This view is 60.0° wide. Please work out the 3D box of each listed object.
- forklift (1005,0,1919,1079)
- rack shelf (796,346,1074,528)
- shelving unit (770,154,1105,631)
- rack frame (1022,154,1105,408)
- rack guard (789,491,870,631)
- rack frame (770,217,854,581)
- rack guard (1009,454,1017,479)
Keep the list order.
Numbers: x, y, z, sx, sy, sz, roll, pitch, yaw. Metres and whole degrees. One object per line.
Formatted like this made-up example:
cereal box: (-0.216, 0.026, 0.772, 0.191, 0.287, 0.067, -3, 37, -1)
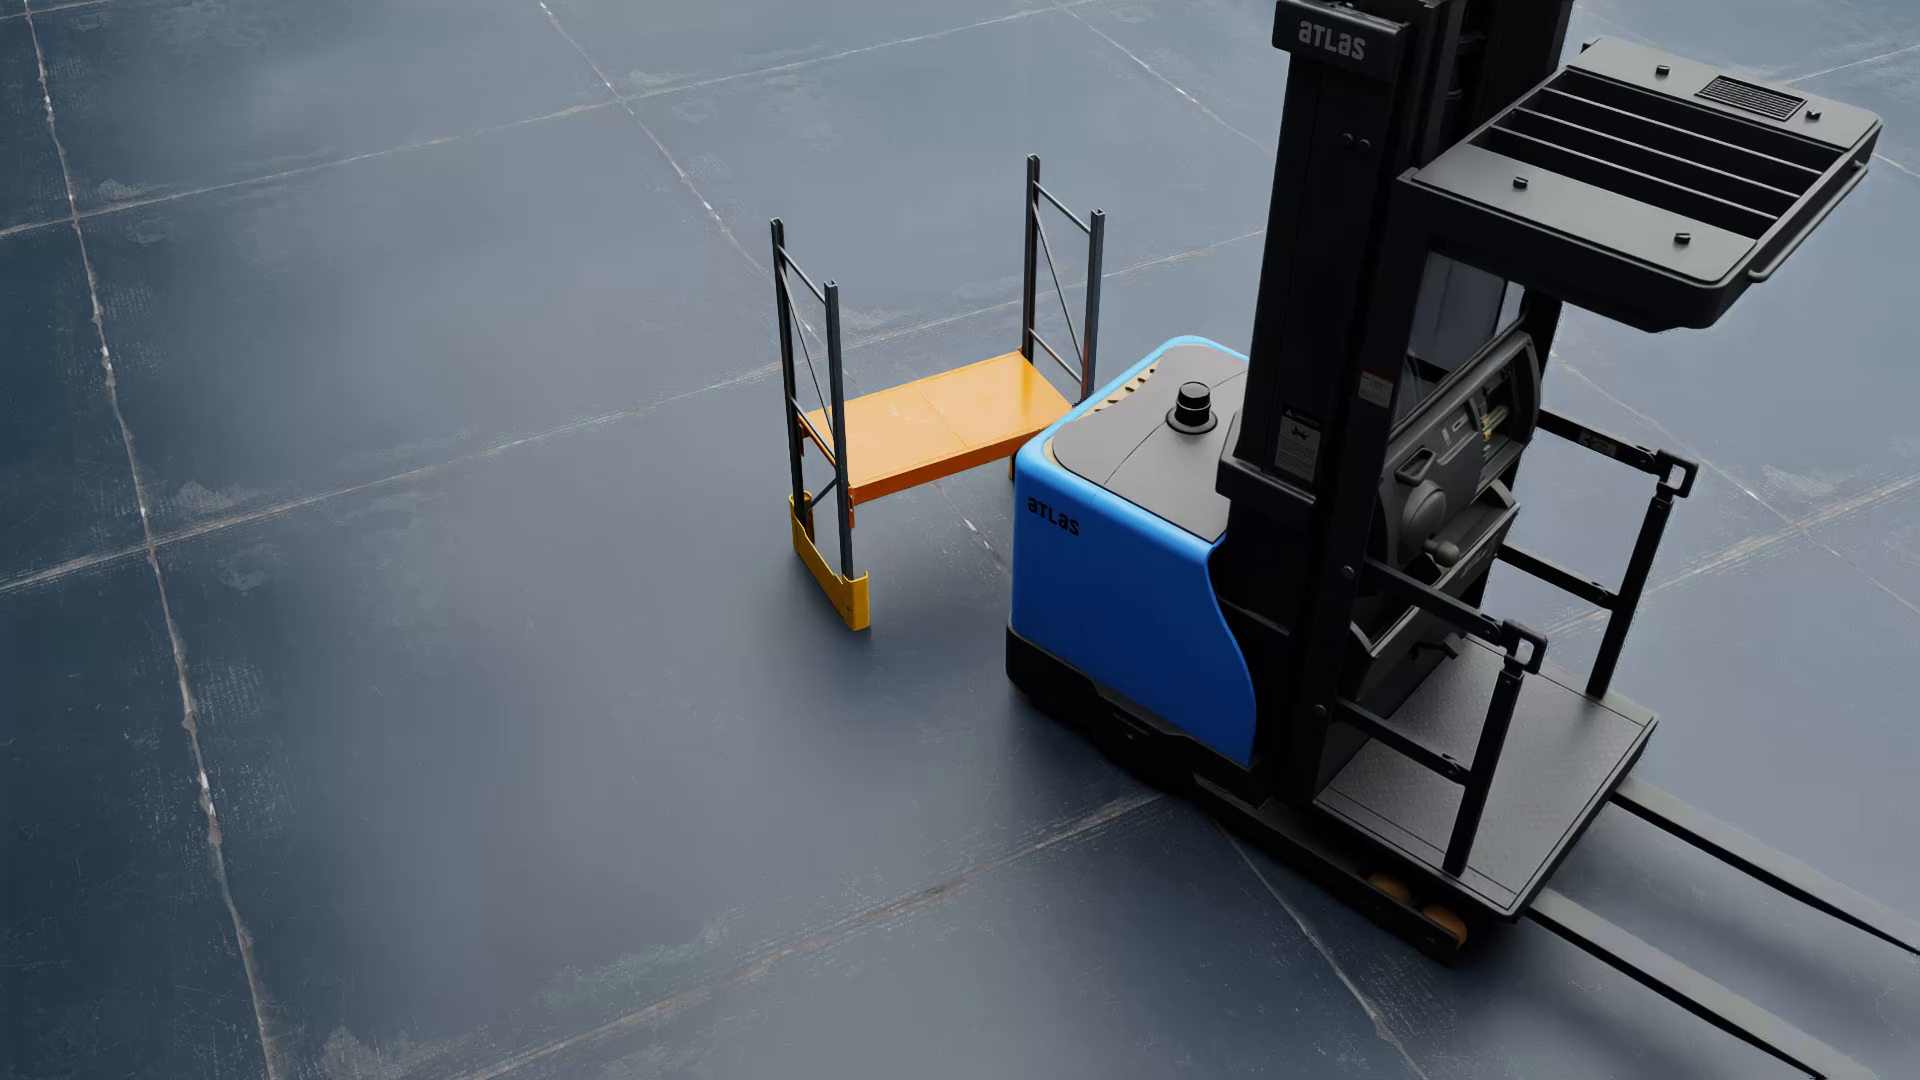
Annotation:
forklift: (1.610, -0.201, 4.719, 3.031, 2.935, 1.130, 29, 48, 30)
rack shelf: (-0.076, -0.410, 6.352, 1.000, 0.185, 0.538, -19, 44, -21)
shelving unit: (-0.068, -0.550, 6.239, 1.083, 1.500, 0.587, -19, 44, -21)
rack frame: (0.375, -0.699, 6.415, 0.032, 1.500, 0.500, -19, 44, -21)
rack guard: (-0.509, 0.076, 6.467, 0.087, 0.250, 0.587, -19, 44, -21)
rack frame: (-0.527, -0.395, 6.056, 0.032, 1.500, 0.500, -19, 44, -21)
rack guard: (0.374, -0.221, 6.818, 0.087, 0.250, 0.587, -19, 44, -21)
